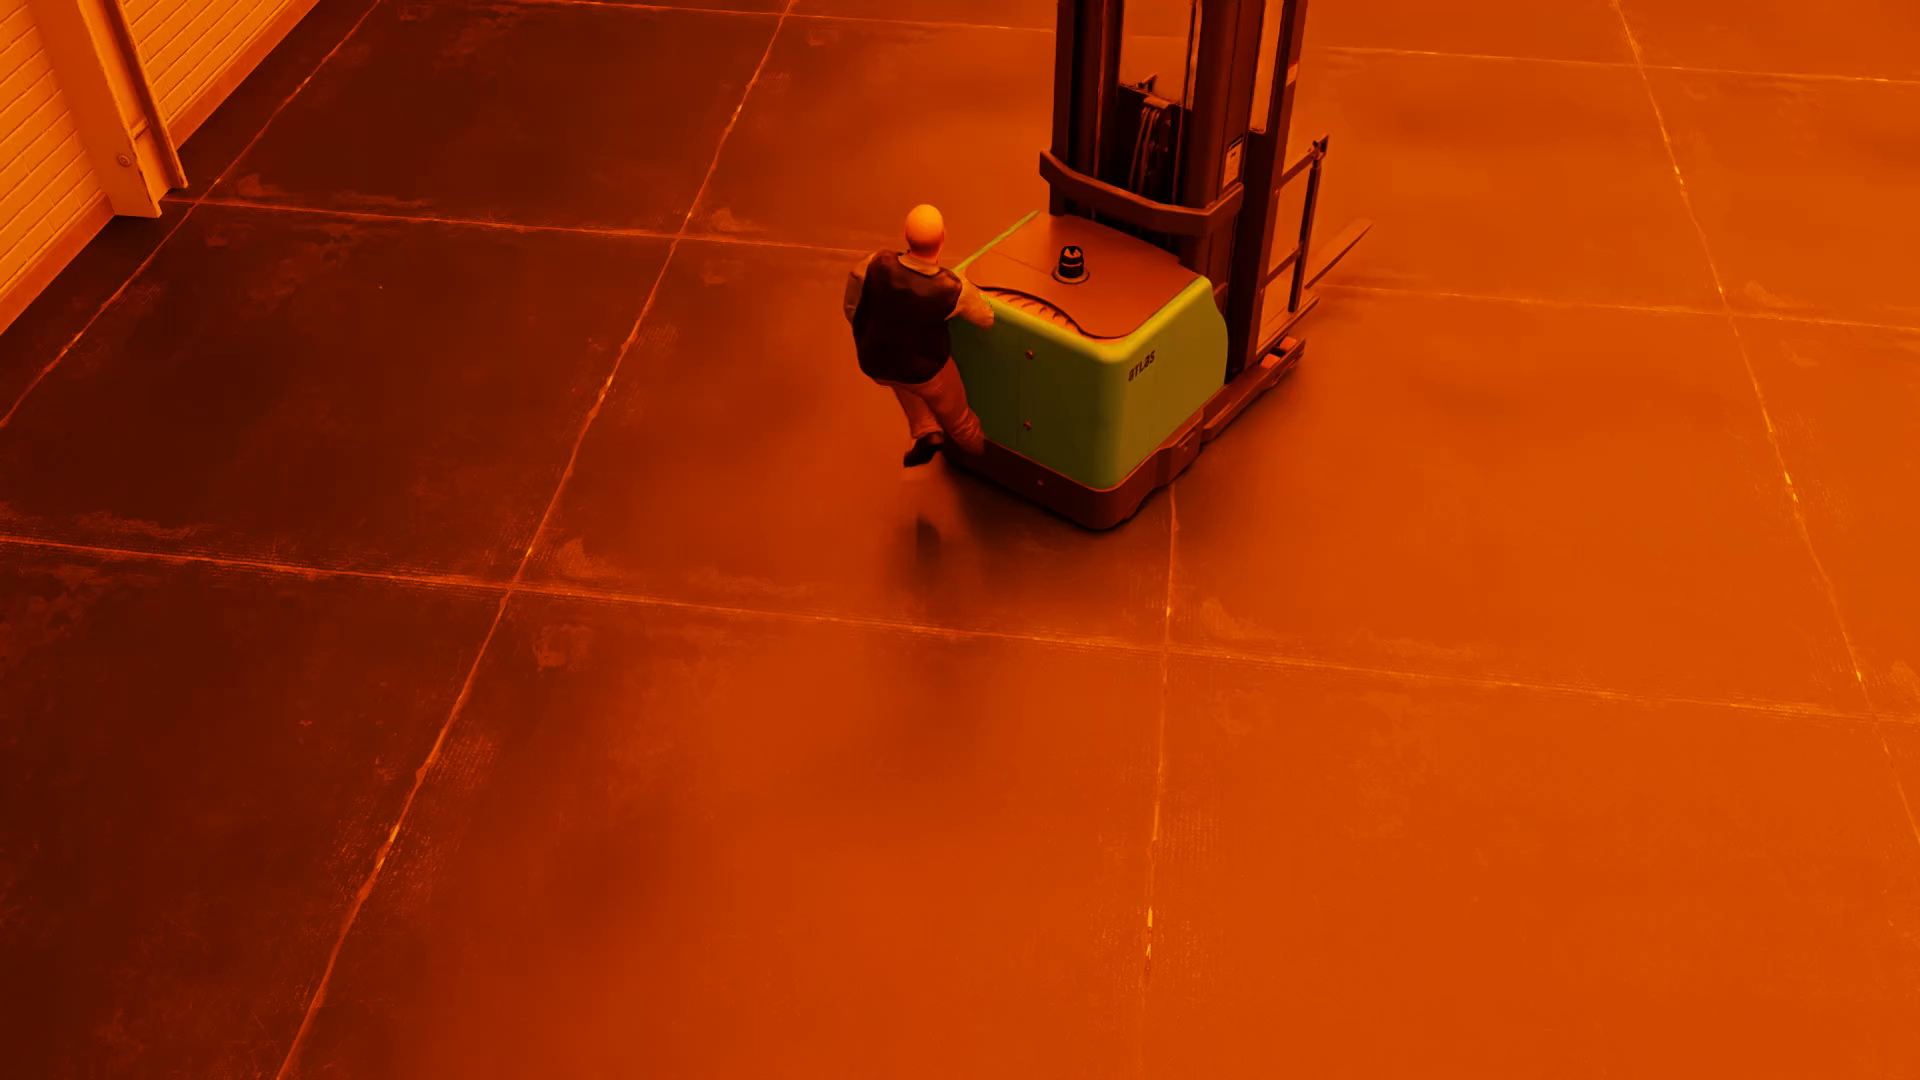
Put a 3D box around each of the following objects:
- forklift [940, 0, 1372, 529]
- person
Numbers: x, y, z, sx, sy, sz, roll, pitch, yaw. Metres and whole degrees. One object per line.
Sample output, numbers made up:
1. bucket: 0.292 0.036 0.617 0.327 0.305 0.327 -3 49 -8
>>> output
1. forklift: 1.183 -2.075 7.983 1.130 2.935 3.031 27 49 27
2. person: -0.098 -0.942 7.722 0.753 1.596 0.736 12 44 13
